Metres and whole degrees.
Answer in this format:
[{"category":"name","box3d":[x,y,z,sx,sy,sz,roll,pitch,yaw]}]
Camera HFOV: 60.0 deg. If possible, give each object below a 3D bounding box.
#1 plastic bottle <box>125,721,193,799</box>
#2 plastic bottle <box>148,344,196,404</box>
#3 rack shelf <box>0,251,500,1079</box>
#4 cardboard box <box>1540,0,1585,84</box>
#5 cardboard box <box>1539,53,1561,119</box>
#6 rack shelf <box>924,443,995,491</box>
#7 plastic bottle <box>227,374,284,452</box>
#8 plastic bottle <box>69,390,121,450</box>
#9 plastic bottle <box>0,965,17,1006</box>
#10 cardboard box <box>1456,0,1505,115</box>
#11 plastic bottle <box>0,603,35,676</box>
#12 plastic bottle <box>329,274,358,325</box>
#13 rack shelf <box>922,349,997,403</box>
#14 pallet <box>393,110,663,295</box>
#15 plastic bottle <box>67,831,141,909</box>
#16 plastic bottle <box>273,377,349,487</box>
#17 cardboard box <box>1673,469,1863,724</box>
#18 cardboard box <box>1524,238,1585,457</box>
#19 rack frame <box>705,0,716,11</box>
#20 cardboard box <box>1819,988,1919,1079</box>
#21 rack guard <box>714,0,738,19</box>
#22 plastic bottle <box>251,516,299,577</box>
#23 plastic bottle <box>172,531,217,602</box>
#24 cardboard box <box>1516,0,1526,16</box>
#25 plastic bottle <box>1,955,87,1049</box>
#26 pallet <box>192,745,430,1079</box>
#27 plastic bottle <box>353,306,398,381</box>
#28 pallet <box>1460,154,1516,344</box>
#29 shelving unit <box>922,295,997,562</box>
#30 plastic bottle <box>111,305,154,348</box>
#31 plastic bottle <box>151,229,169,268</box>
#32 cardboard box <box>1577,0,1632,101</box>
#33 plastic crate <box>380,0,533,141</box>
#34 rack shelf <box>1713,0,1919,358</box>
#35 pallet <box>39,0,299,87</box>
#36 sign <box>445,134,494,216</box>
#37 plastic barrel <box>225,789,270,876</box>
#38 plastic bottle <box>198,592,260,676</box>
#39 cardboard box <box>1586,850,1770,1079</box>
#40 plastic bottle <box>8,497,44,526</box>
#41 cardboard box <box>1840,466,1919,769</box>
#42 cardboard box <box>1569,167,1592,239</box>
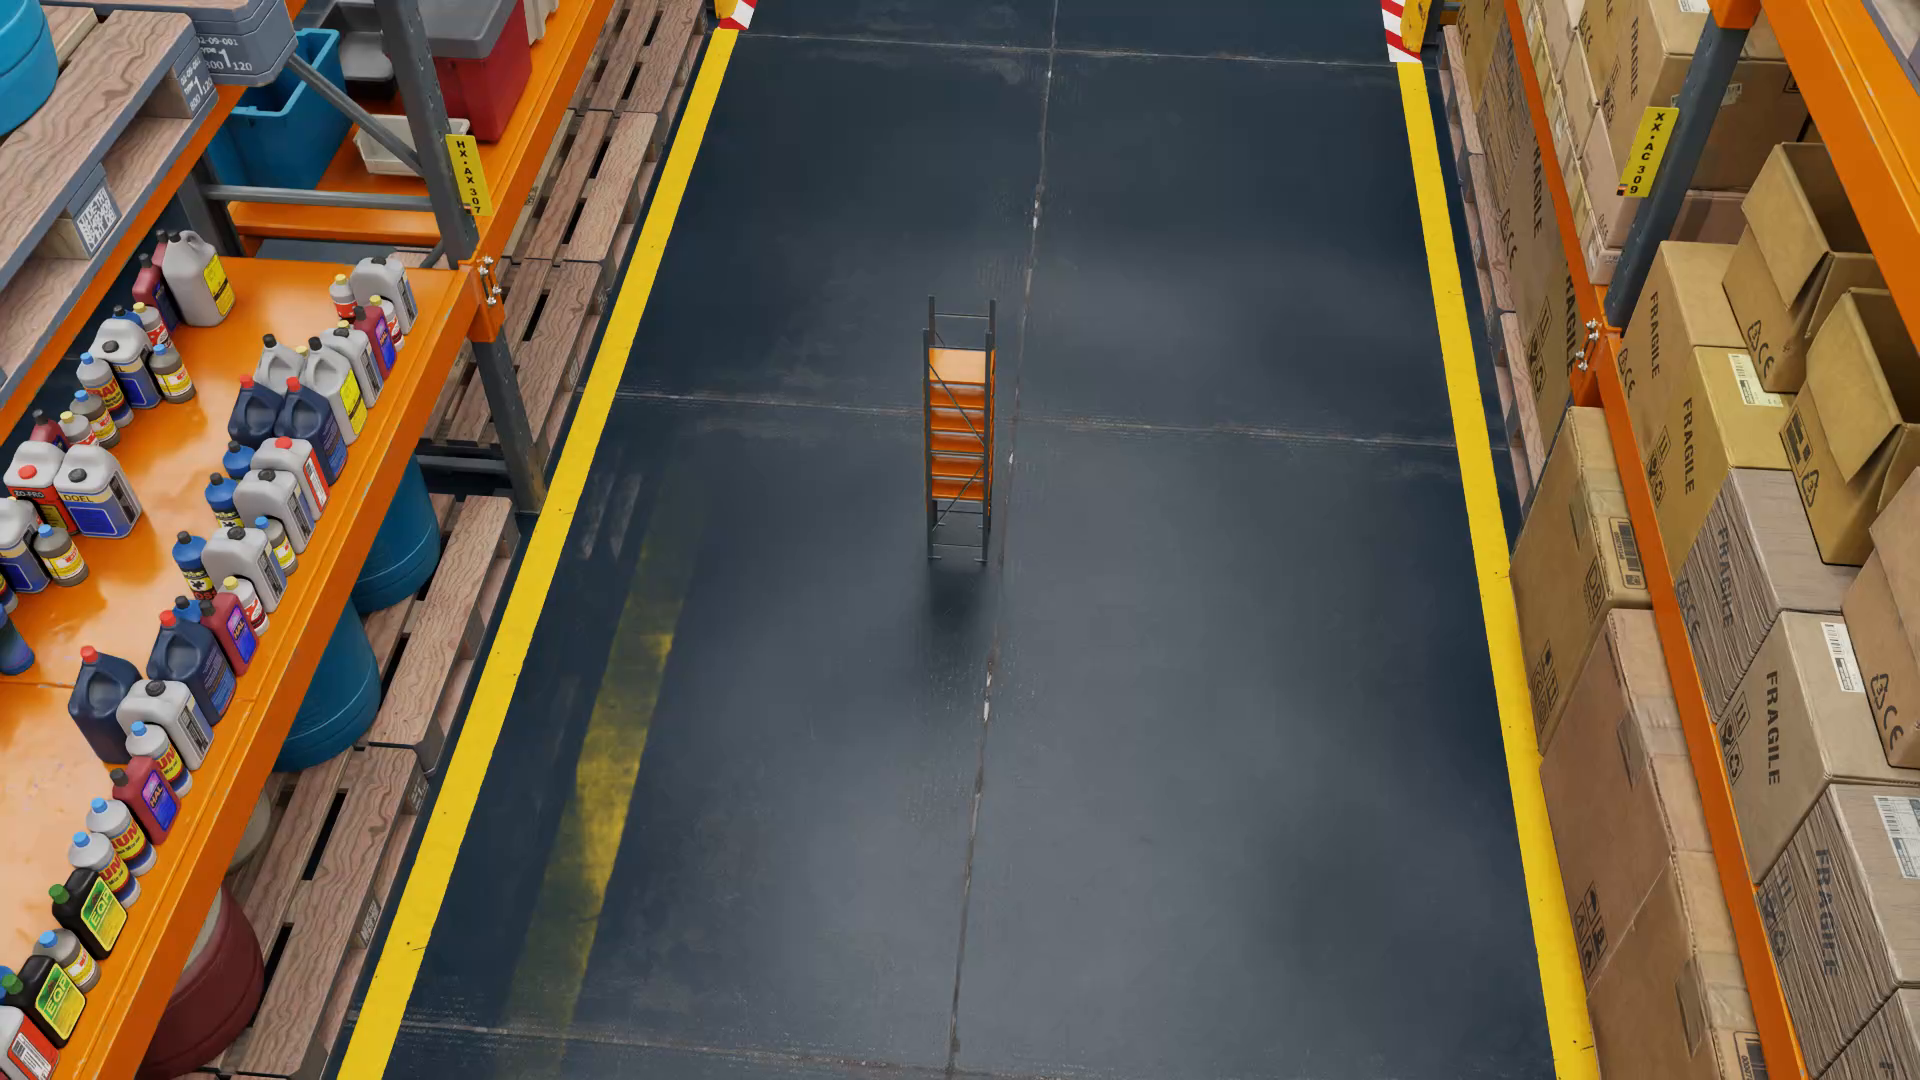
[{"category":"plastic bottle","box3d":[-2.086,0.563,4.315,0.097,0.271,0.097,0,48,0]},{"category":"plastic bottle","box3d":[-2.555,-0.546,5.378,0.097,0.201,0.097,0,48,0]},{"category":"rack shelf","box3d":[-2.408,0.521,4.754,1.077,0.370,4.000,4,48,4]},{"category":"cardboard box","box3d":[2.576,-2.006,6.478,0.500,0.250,0.500,5,48,4]},{"category":"cardboard box","box3d":[2.501,-1.776,6.538,0.380,0.149,0.250,5,48,4]},{"category":"rack shelf","box3d":[-0.001,-0.283,6.445,0.258,0.103,0.180,4,48,4]},{"category":"plastic bottle","box3d":[-2.144,-0.351,5.098,0.144,0.351,0.185,4,48,4]},{"category":"plastic bottle","box3d":[-2.728,-0.386,5.231,0.097,0.201,0.097,0,48,0]},{"category":"plastic bottle","box3d":[-2.210,1.068,3.854,0.097,0.271,0.097,0,48,0]},{"category":"cardboard box","box3d":[3.092,-2.747,8.411,0.875,0.875,0.875,4,48,4]},{"category":"plastic bottle","box3d":[-2.665,0.253,4.599,0.097,0.271,0.097,0,48,0]},{"category":"plastic bottle","box3d":[-2.066,-0.808,5.617,0.097,0.201,0.097,0,48,0]},{"category":"rack shelf","box3d":[-0.001,-0.607,6.091,0.258,0.103,0.180,4,48,4]},{"category":"pallet","box3d":[-2.089,-1.692,8.181,1.003,0.211,1.213,4,48,4]},{"category":"plastic bottle","box3d":[-2.116,0.804,4.095,0.097,0.271,0.097,0,48,0]},{"category":"plastic bottle","box3d":[-2.001,-0.342,5.089,0.144,0.351,0.185,4,48,4]},{"category":"cardboard box","box3d":[2.324,0.166,4.523,0.500,0.500,0.500,3,48,3]},{"category":"cardboard box","box3d":[2.846,-0.763,6.596,0.875,0.875,0.875,4,48,4]},{"category":"rack frame","box3d":[-1.862,-4.131,8.521,1.000,3.000,0.127,4,48,4]},{"category":"cardboard box","box3d":[2.191,1.302,3.485,0.500,0.500,0.500,3,48,3]},{"category":"rack guard","box3d":[-1.872,-3.306,9.461,1.175,0.500,0.348,4,48,4]},{"category":"plastic bottle","box3d":[-2.015,0.012,4.867,0.097,0.201,0.097,0,48,0]},{"category":"plastic bottle","box3d":[-2.179,0.077,4.760,0.097,0.271,0.097,0,48,0]},{"category":"cardboard box","box3d":[2.571,-2.344,7.057,0.380,0.149,0.250,3,48,3]},{"category":"plastic bottle","box3d":[-2.130,1.056,3.857,0.061,0.283,0.133,4,48,4]},{"category":"pallet","box3d":[-2.447,1.213,5.524,1.003,0.211,1.213,4,48,4]},{"category":"plastic bottle","box3d":[-1.916,-0.668,5.433,0.061,0.283,0.133,4,48,4]},{"category":"pallet","box3d":[2.962,-1.370,7.886,1.003,0.211,1.213,4,48,4]},{"category":"shelving unit","box3d":[-0.001,-0.394,6.323,0.258,1.200,0.189,4,48,4]},{"category":"plastic bottle","box3d":[-2.698,-0.652,5.427,0.097,0.271,0.097,0,48,0]},{"category":"plastic bottle","box3d":[-2.684,-0.911,5.656,0.061,0.283,0.133,4,48,4]},{"category":"cardboard box","box3d":[2.532,-1.885,5.859,0.500,0.500,0.500,4,48,4]},{"category":"plastic crate","box3d":[-1.895,-1.873,6.372,0.402,0.464,0.583,4,48,4]},{"category":"rack shelf","box3d":[2.524,-0.158,3.343,1.077,0.370,4.000,4,48,4]},{"category":"pallet","box3d":[-2.200,-1.558,4.263,1.213,0.211,1.003,4,48,4]},{"category":"sign","box3d":[-1.678,-1.247,5.696,0.100,0.325,0.005,4,48,4]},{"category":"plastic barrel","box3d":[-2.498,0.834,5.382,0.421,0.512,0.421,0,48,0]},{"category":"plastic bottle","box3d":[-2.028,0.241,4.602,0.061,0.283,0.133,4,48,4]},{"category":"cardboard box","box3d":[2.514,1.496,4.530,1.225,0.875,0.875,4,48,4]},{"category":"plastic bottle","box3d":[-2.770,-0.046,4.920,0.097,0.201,0.097,0,48,0]},{"category":"cardboard box","box3d":[2.541,0.200,3.812,0.797,0.503,0.637,5,48,5]},{"category":"cardboard box","box3d":[2.431,-1.209,6.020,0.380,0.149,0.250,5,48,4]}]
